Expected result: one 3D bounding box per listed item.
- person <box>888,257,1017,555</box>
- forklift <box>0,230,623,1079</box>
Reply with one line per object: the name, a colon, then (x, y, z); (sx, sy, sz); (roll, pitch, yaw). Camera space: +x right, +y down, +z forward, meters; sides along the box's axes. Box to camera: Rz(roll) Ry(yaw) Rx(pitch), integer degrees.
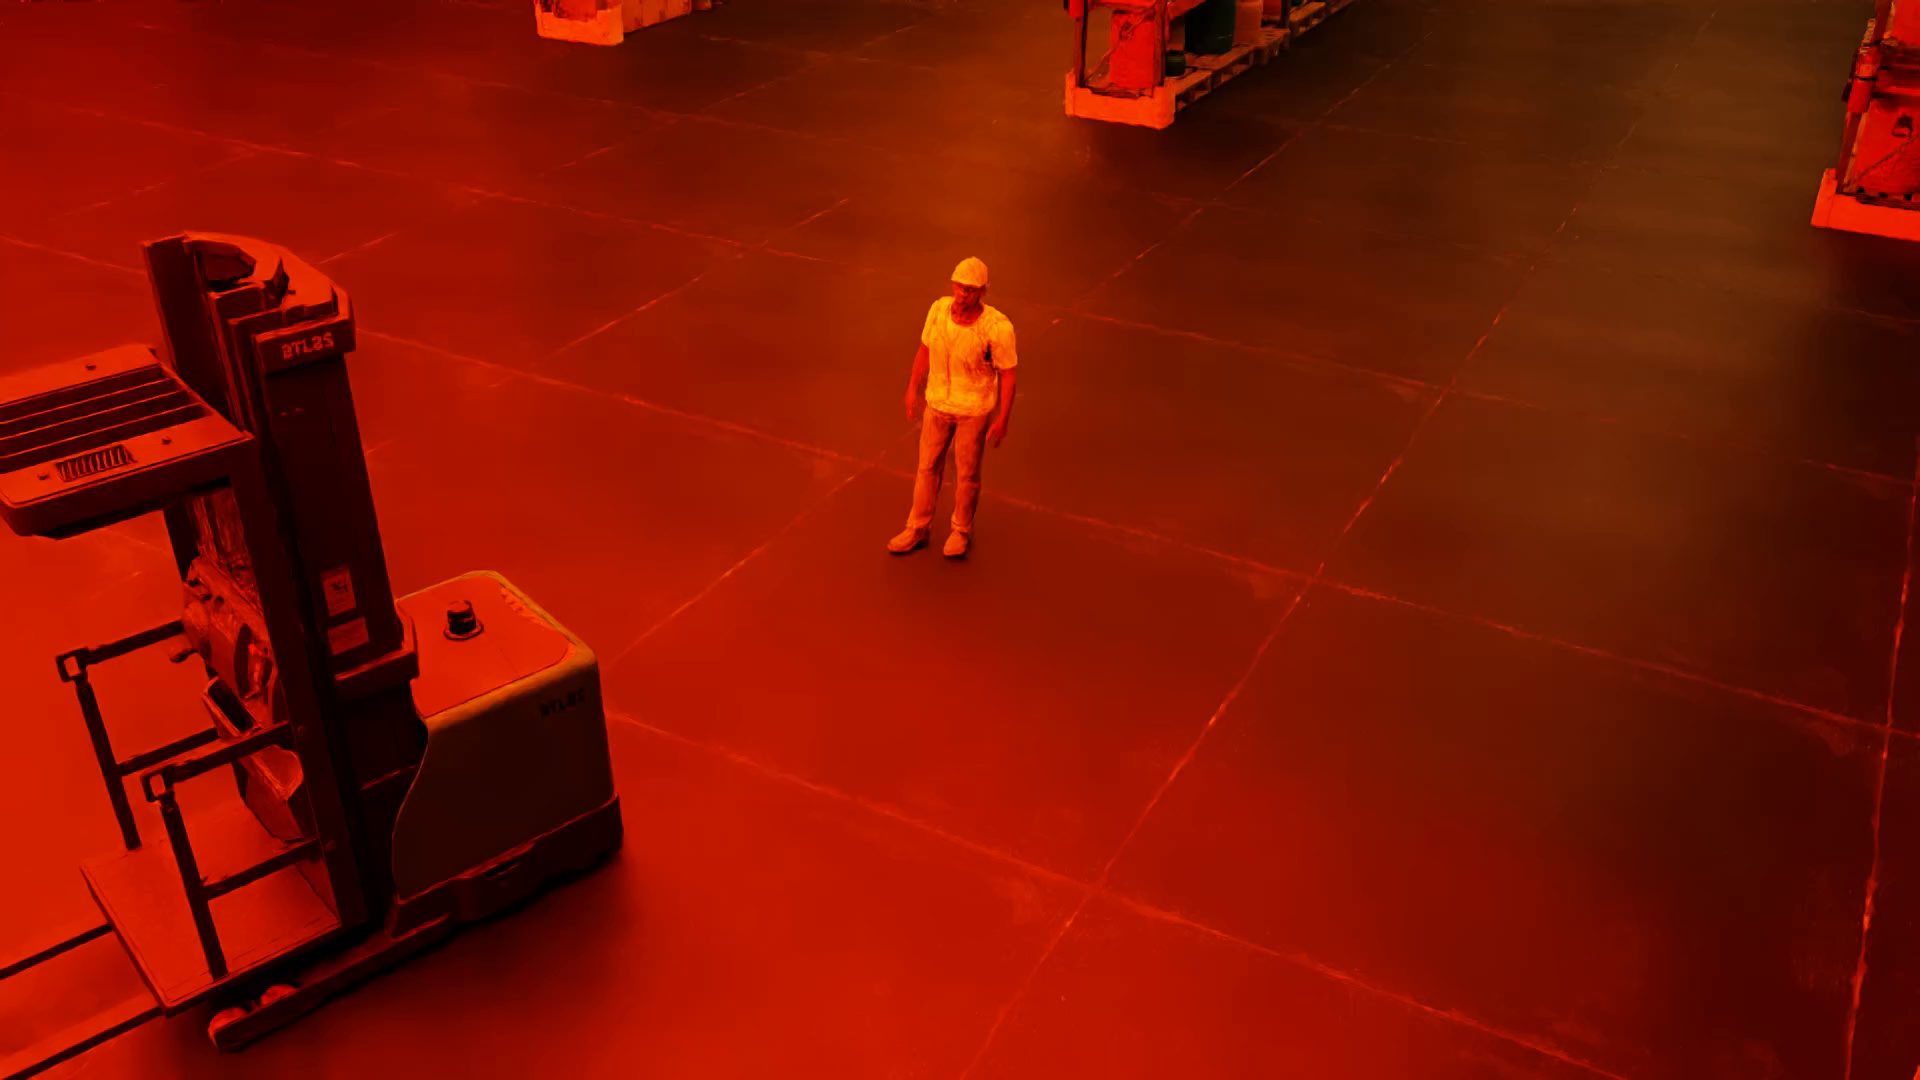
person: (-0.039, -0.742, 9.507); (0.665, 1.766, 0.576); (15, 33, 25)
forklift: (-2.970, 0.438, 6.311); (3.031, 2.935, 1.130); (-24, 37, -35)
